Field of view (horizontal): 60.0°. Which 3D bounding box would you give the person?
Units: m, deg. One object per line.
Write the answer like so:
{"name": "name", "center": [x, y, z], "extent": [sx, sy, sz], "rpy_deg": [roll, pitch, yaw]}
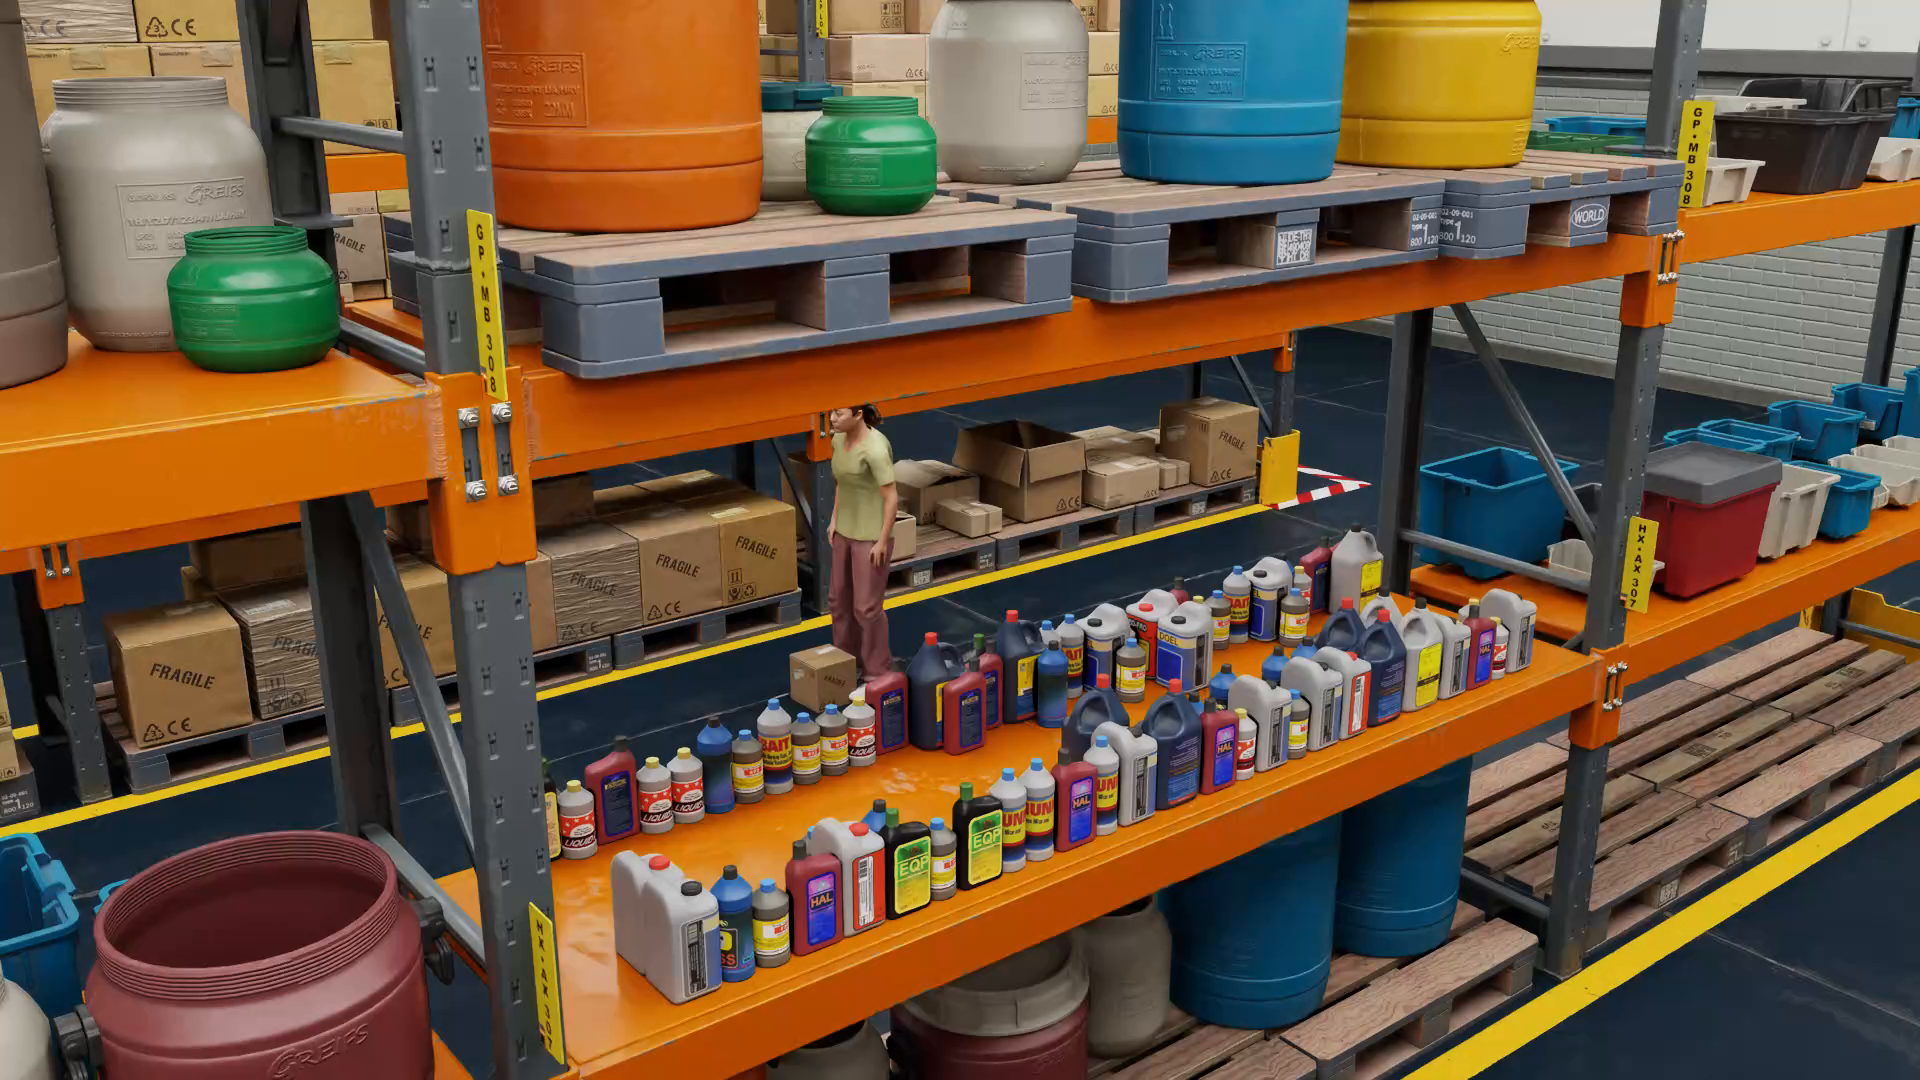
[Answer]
{"name": "person", "center": [-0.522, -0.008, 8.579], "extent": [0.357, 1.673, 0.499], "rpy_deg": [-13, 22, -35]}
